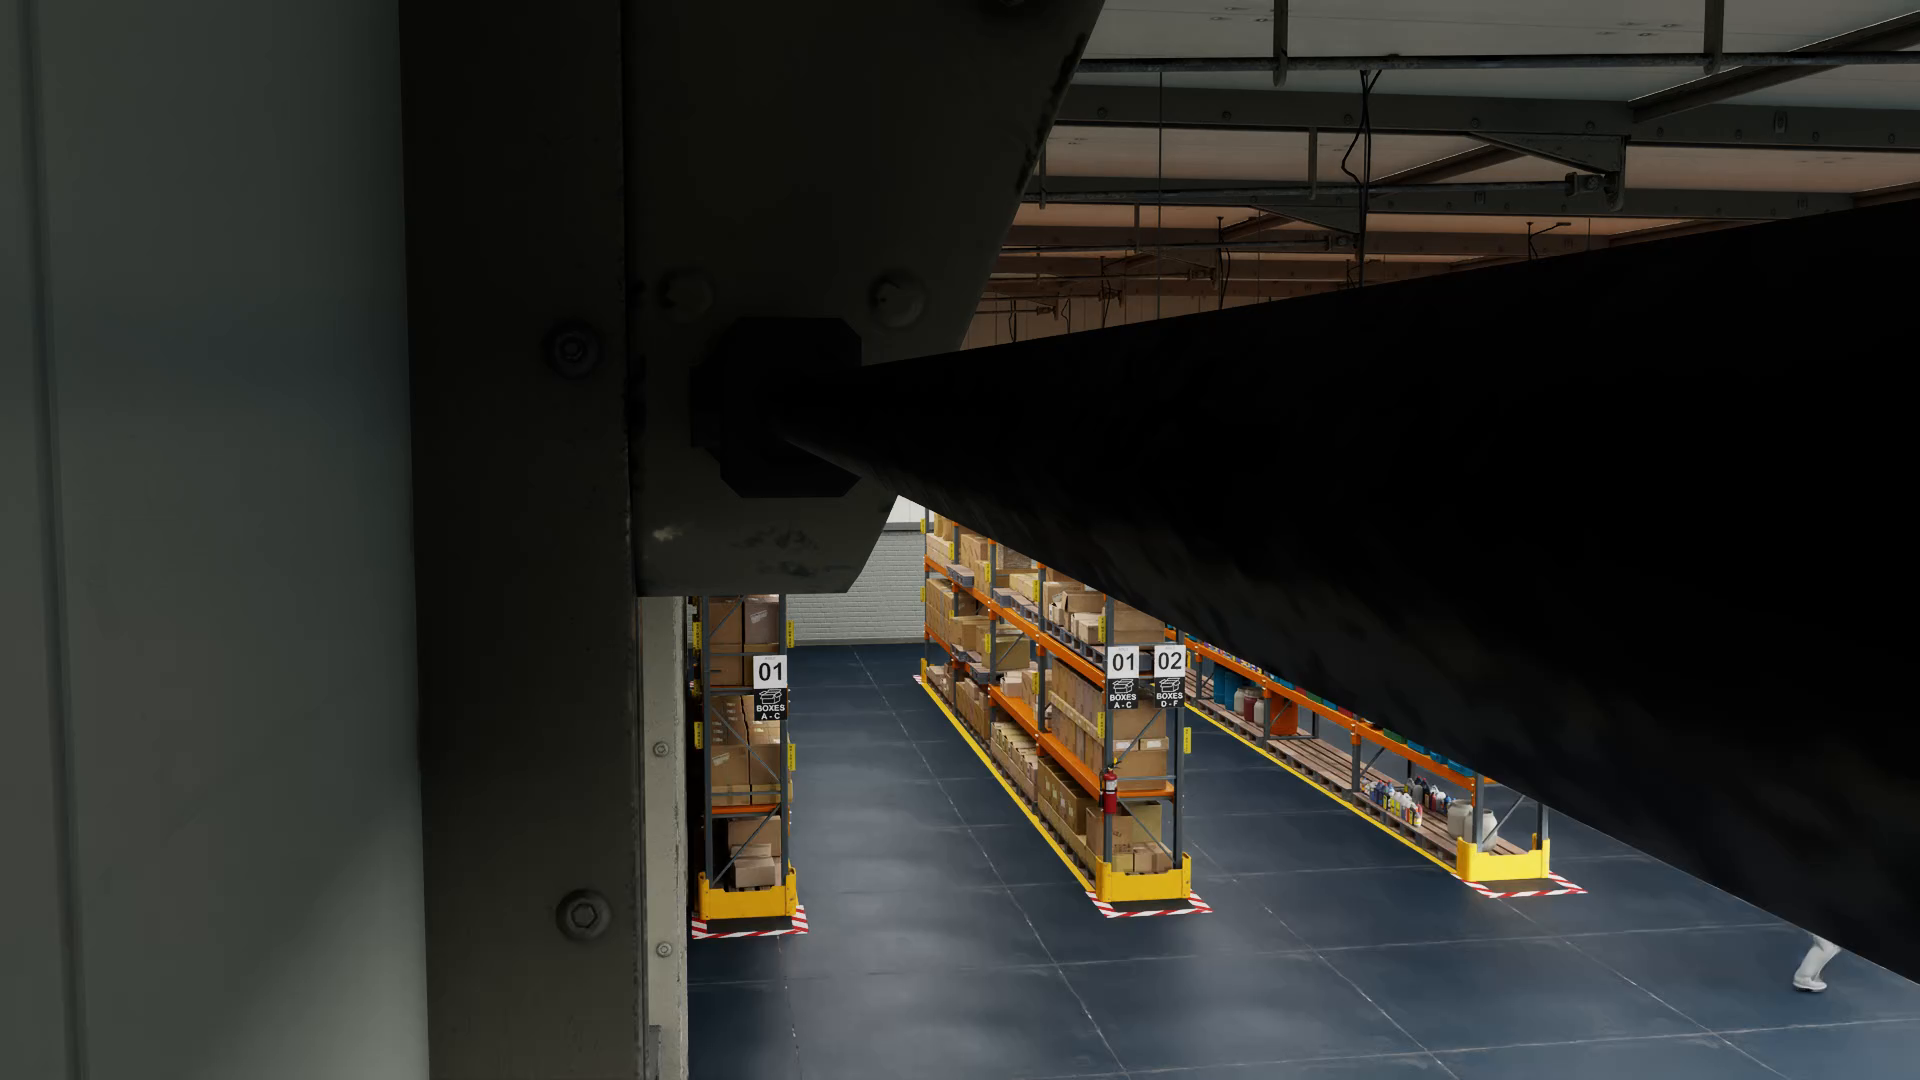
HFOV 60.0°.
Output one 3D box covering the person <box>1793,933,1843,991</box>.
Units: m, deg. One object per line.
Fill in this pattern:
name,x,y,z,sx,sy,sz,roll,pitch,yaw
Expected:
person,9.184,3.915,17.578,0.651,1.784,0.645,1,5,15
